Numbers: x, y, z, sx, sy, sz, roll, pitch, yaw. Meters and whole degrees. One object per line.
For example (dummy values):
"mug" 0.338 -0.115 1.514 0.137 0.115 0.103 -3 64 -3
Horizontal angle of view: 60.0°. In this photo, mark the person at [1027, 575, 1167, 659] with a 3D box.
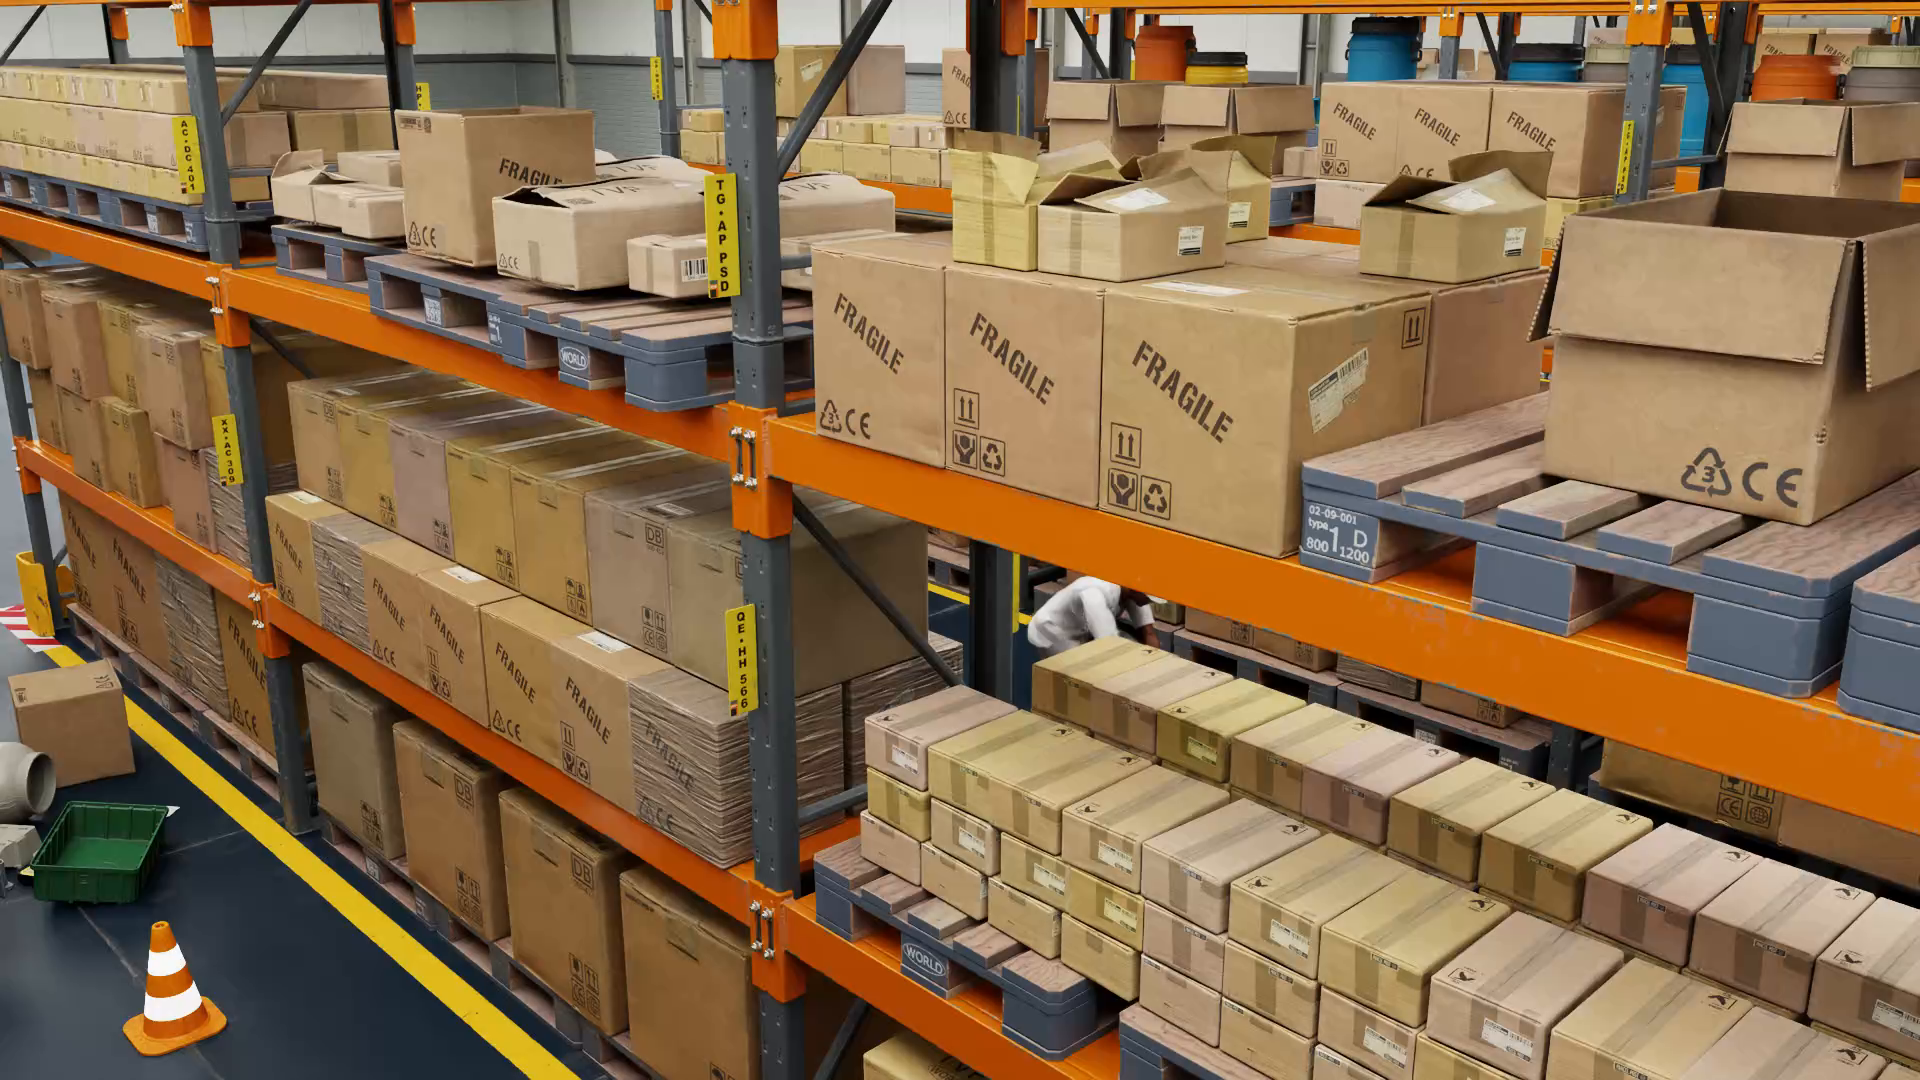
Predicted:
"person" 0.841 0.531 9.578 0.894 1.016 0.550 15 22 39
